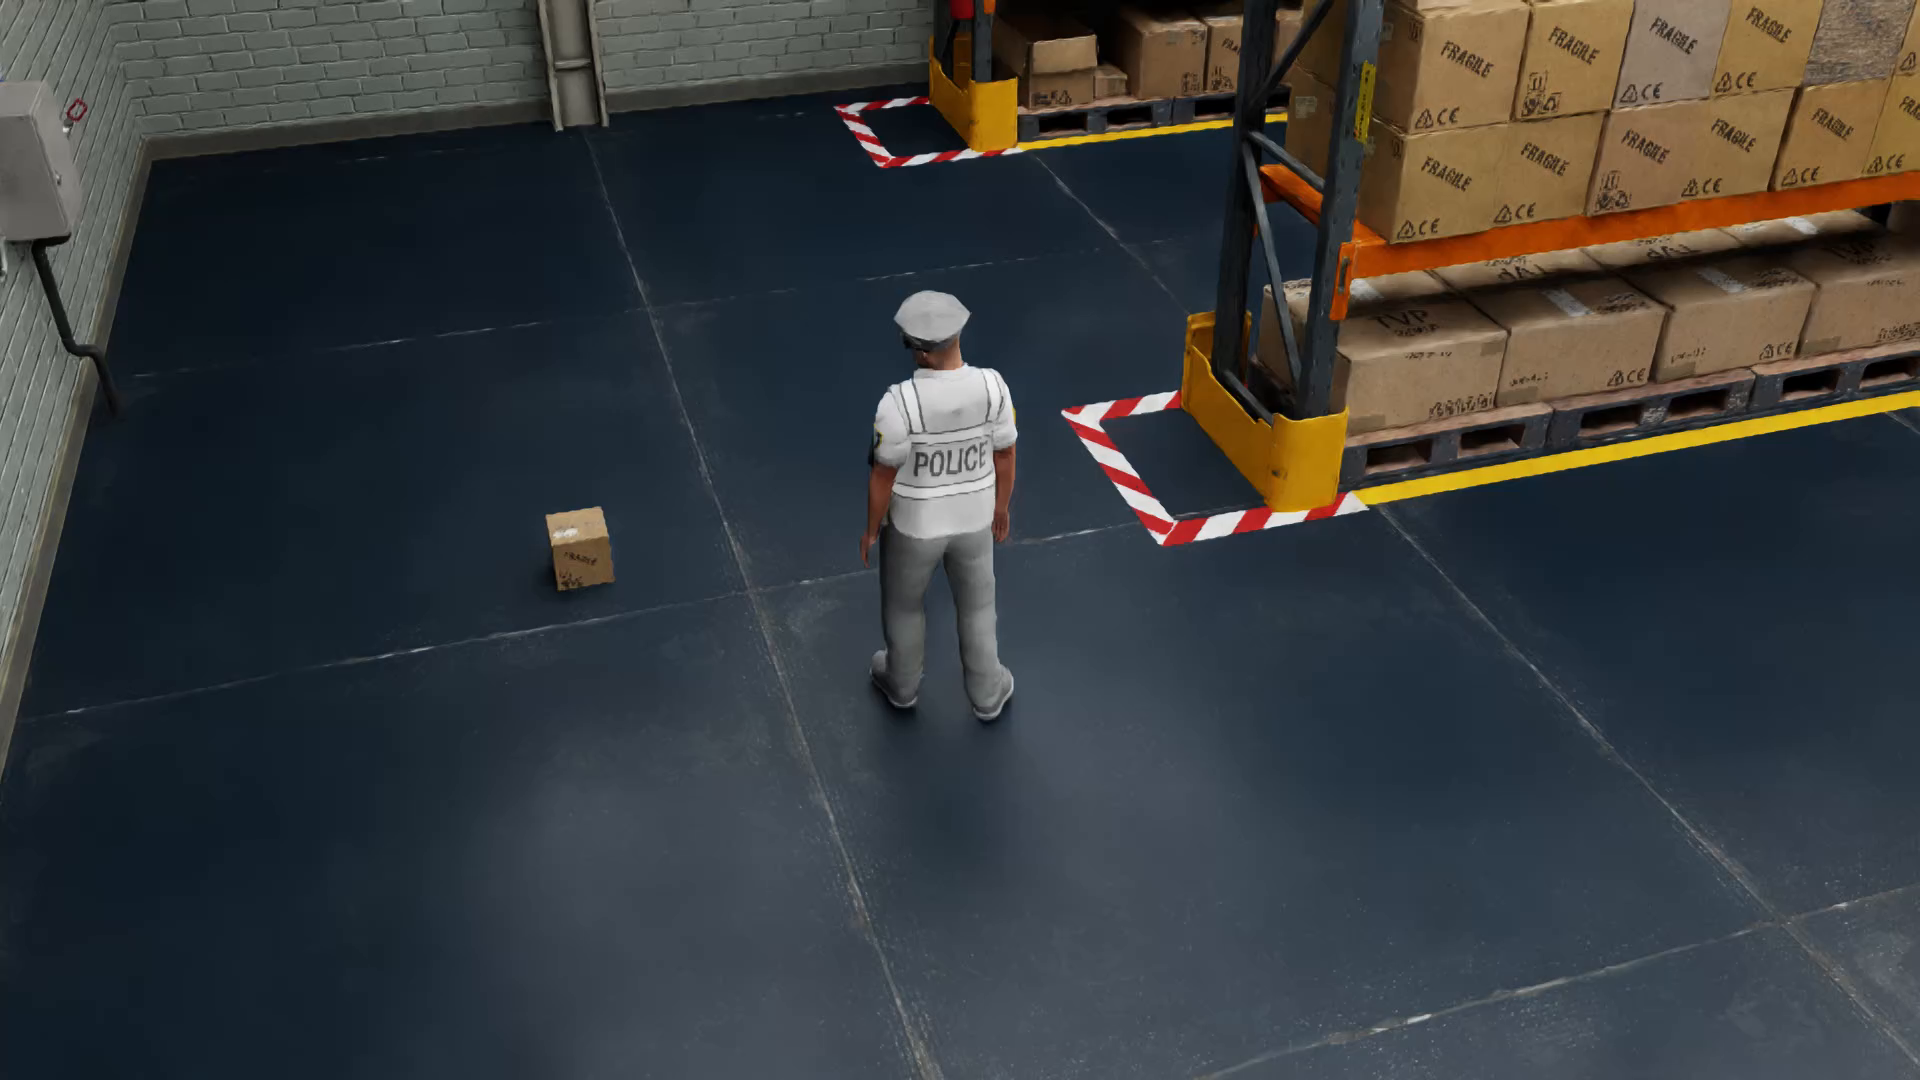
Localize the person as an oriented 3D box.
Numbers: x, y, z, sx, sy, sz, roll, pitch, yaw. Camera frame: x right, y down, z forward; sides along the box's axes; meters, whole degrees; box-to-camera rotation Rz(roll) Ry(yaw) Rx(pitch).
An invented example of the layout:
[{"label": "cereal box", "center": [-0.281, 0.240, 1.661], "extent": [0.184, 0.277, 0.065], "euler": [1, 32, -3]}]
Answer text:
[{"label": "person", "center": [-0.091, -0.110, 6.255], "extent": [0.627, 1.755, 0.515], "euler": [-12, 35, -17]}]
